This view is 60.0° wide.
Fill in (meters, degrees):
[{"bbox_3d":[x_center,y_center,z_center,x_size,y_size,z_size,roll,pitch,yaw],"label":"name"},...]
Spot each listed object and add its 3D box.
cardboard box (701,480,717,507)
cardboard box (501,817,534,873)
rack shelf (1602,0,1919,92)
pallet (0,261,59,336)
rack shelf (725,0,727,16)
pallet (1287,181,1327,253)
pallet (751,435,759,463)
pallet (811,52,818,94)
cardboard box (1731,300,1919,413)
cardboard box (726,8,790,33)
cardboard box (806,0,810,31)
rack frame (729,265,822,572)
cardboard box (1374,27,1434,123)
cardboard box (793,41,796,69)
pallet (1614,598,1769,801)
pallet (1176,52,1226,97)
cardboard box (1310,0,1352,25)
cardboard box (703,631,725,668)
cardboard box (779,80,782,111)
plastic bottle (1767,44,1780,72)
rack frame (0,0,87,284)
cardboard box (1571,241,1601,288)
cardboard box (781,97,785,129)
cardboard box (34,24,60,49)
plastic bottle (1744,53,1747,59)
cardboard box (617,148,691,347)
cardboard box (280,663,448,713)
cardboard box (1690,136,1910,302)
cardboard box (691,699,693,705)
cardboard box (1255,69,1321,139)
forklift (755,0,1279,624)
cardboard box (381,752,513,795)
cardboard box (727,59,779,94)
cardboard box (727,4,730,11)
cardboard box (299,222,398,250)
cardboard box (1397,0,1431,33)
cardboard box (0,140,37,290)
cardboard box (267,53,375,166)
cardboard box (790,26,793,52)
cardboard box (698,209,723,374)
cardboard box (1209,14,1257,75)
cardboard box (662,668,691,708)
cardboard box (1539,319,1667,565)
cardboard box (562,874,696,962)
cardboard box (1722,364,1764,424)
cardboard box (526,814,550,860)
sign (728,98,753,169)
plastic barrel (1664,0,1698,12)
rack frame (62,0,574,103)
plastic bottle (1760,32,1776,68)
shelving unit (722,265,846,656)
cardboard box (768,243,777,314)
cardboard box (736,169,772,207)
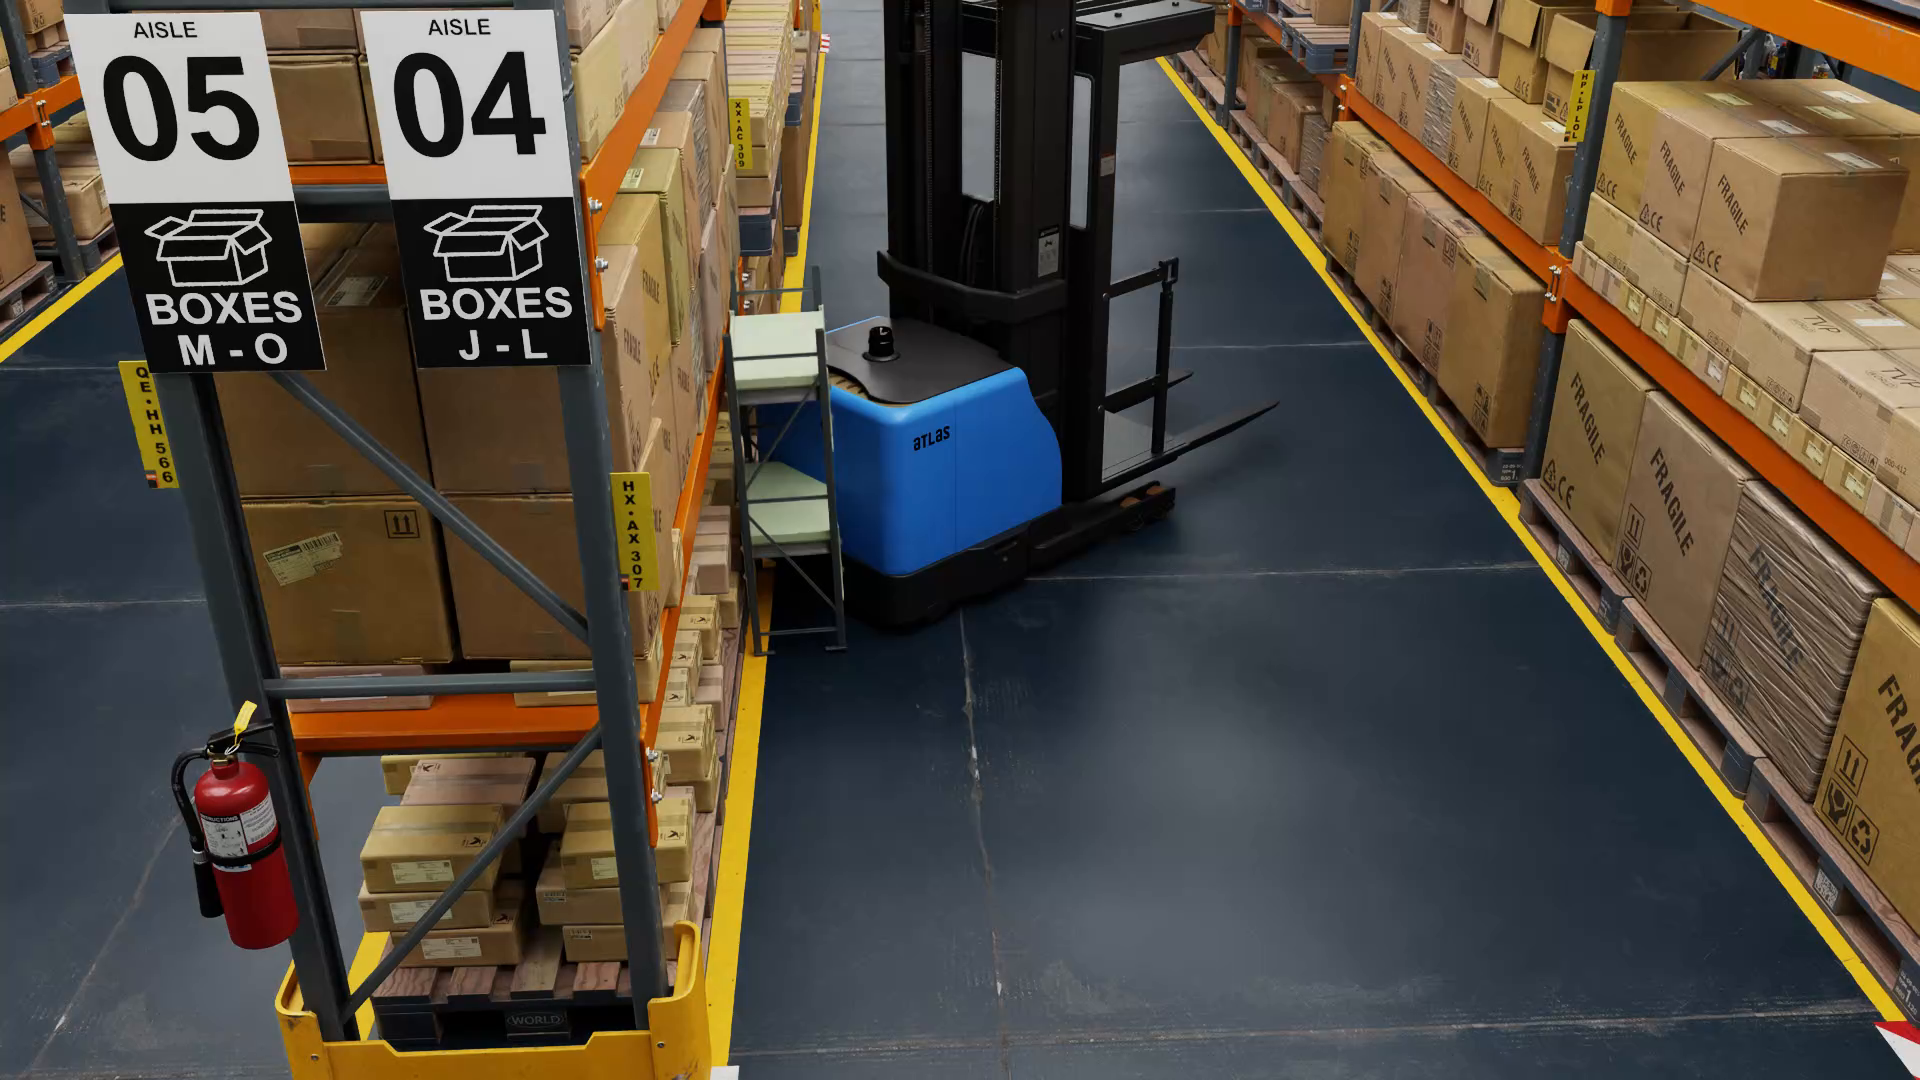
[{"bbox_3d":[-1.267,-0.142,7.265,0.380,0.149,0.250,-1,28,-1],"label":"cardboard box"},{"bbox_3d":[-1.618,0.966,5.460,0.380,0.149,0.250,-2,28,-4],"label":"cardboard box"},{"bbox_3d":[3.508,-1.628,5.663,1.077,0.370,4.000,-1,28,-3],"label":"rack shelf"},{"bbox_3d":[-6.735,-1.547,10.987,1.003,0.211,1.213,-1,28,-3],"label":"pallet"},{"bbox_3d":[-1.659,-3.403,9.064,1.077,0.370,4.000,-1,28,-3],"label":"rack shelf"},{"bbox_3d":[3.156,-2.513,12.840,1.003,0.211,1.213,-1,28,-3],"label":"pallet"},{"bbox_3d":[-1.597,-0.591,9.155,1.003,0.211,1.213,-1,28,-3],"label":"pallet"},{"bbox_3d":[-2.001,-4.844,17.309,1.003,0.211,1.213,-1,28,-3],"label":"pallet"},{"bbox_3d":[3.238,-0.686,6.163,0.500,0.250,0.500,-1,28,-3],"label":"cardboard box"},{"bbox_3d":[-1.255,-3.201,10.319,0.380,0.149,0.250,-1,28,-1],"label":"cardboard box"},{"bbox_3d":[-2.032,-5.536,17.464,0.875,0.875,0.875,-2,28,-3],"label":"cardboard box"},{"bbox_3d":[-0.789,-0.521,7.556,0.400,1.500,0.023,-4,29,-4],"label":"rack frame"},{"bbox_3d":[2.978,-2.963,10.580,0.500,0.500,0.500,-2,28,-4],"label":"cardboard box"},{"bbox_3d":[-1.279,-3.173,10.908,0.380,0.149,0.250,-1,28,-2],"label":"cardboard box"},{"bbox_3d":[3.432,0.613,6.846,1.003,0.211,1.213,-1,28,-3],"label":"pallet"},{"bbox_3d":[2.849,-4.873,17.365,1.003,0.211,1.213,-1,28,-3],"label":"pallet"},{"bbox_3d":[2.998,-4.123,12.348,0.700,0.500,0.500,3,28,5],"label":"cardboard box"},{"bbox_3d":[-1.147,0.493,6.689,0.380,0.149,0.250,-1,28,-3],"label":"cardboard box"},{"bbox_3d":[-1.189,-2.473,9.245,0.380,0.149,0.250,-2,28,-4],"label":"cardboard box"},{"bbox_3d":[8.250,-4.877,16.833,0.097,0.271,0.097,0,28,0],"label":"plastic bottle"},{"bbox_3d":[-6.701,-3.149,11.044,1.000,3.000,0.127,-1,28,-3],"label":"rack frame"},{"bbox_3d":[3.087,-1.285,7.742,0.380,0.149,0.250,-1,28,-3],"label":"cardboard box"},{"bbox_3d":[-1.199,-2.455,9.531,0.380,0.149,0.250,-3,28,-5],"label":"cardboard box"},{"bbox_3d":[-6.514,-3.510,11.553,0.380,0.149,0.250,-3,28,-6],"label":"cardboard box"},{"bbox_3d":[7.755,-4.670,16.348,0.144,0.351,0.185,-1,28,-3],"label":"plastic bottle"},{"bbox_3d":[-1.142,-0.928,5.274,0.500,0.500,0.500,-2,28,-4],"label":"cardboard box"},{"bbox_3d":[-1.645,0.347,4.613,0.380,0.149,0.250,-1,28,-3],"label":"cardboard box"},{"bbox_3d":[3.223,-1.244,6.421,0.500,0.500,0.500,-2,28,-4],"label":"cardboard box"},{"bbox_3d":[-1.189,0.597,6.169,0.380,0.149,0.250,-3,28,-5],"label":"cardboard box"},{"bbox_3d":[3.003,-3.817,14.553,0.700,0.500,0.500,-2,28,-3],"label":"cardboard box"},{"bbox_3d":[0.454,-1.501,7.958,3.031,2.935,1.130,-24,36,-38],"label":"forklift"},{"bbox_3d":[-1.723,0.721,5.609,0.380,0.149,0.250,-2,28,-4],"label":"cardboard box"},{"bbox_3d":[-1.172,-2.480,8.936,0.380,0.149,0.250,-2,28,-3],"label":"cardboard box"},{"bbox_3d":[-1.517,-3.573,11.749,0.500,0.500,0.500,-1,28,-2],"label":"cardboard box"},{"bbox_3d":[-1.644,-0.680,4.798,0.500,0.500,0.500,-2,28,-4],"label":"cardboard box"},{"bbox_3d":[3.217,-3.539,10.599,0.797,0.503,0.637,0,28,-1],"label":"cardboard box"},{"bbox_3d":[-6.748,-2.072,10.823,0.875,0.875,0.875,-2,28,-3],"label":"cardboard box"},{"bbox_3d":[-1.634,-1.088,4.011,0.500,0.250,0.500,-2,28,-4],"label":"cardboard box"},{"bbox_3d":[-1.267,-3.181,10.602,0.380,0.149,0.250,0,28,-1],"label":"cardboard box"},{"bbox_3d":[-1.196,-0.958,6.413,0.500,0.500,0.500,-2,28,-3],"label":"cardboard box"},{"bbox_3d":[2.857,-5.048,16.934,0.500,0.500,0.500,-4,28,-7],"label":"cardboard box"},{"bbox_3d":[-1.149,0.587,5.867,0.380,0.149,0.250,-3,28,-5],"label":"cardboard box"},{"bbox_3d":[3.359,-0.478,7.767,0.875,0.875,0.875,-1,28,-3],"label":"cardboard box"},{"bbox_3d":[-1.053,1.207,5.320,0.380,0.149,0.250,-1,28,-2],"label":"cardboard box"},{"bbox_3d":[3.170,-0.565,6.362,0.380,0.149,0.250,-2,28,-4],"label":"cardboard box"},{"bbox_3d":[-1.624,0.979,5.759,0.380,0.149,0.250,-2,28,-3],"label":"cardboard box"},{"bbox_3d":[-1.013,-1.868,7.653,0.100,0.325,0.005,-1,28,-3],"label":"sign"},{"bbox_3d":[7.860,-5.752,18.271,0.421,0.512,0.421,0,28,0],"label":"plastic barrel"},{"bbox_3d":[-1.346,-2.281,2.892,1.000,3.000,0.127,-1,28,-3],"label":"rack frame"},{"bbox_3d":[8.273,-5.042,17.062,0.144,0.351,0.185,-2,28,-3],"label":"plastic bottle"},{"bbox_3d":[-0.753,-0.343,7.238,0.431,1.500,0.755,-4,29,-4],"label":"shelving unit"},{"bbox_3d":[-1.401,-1.612,10.346,0.500,0.500,0.500,-3,28,-5],"label":"cardboard box"},{"bbox_3d":[-1.116,-1.736,8.152,0.380,0.149,0.250,-3,28,-5],"label":"cardboard box"}]
